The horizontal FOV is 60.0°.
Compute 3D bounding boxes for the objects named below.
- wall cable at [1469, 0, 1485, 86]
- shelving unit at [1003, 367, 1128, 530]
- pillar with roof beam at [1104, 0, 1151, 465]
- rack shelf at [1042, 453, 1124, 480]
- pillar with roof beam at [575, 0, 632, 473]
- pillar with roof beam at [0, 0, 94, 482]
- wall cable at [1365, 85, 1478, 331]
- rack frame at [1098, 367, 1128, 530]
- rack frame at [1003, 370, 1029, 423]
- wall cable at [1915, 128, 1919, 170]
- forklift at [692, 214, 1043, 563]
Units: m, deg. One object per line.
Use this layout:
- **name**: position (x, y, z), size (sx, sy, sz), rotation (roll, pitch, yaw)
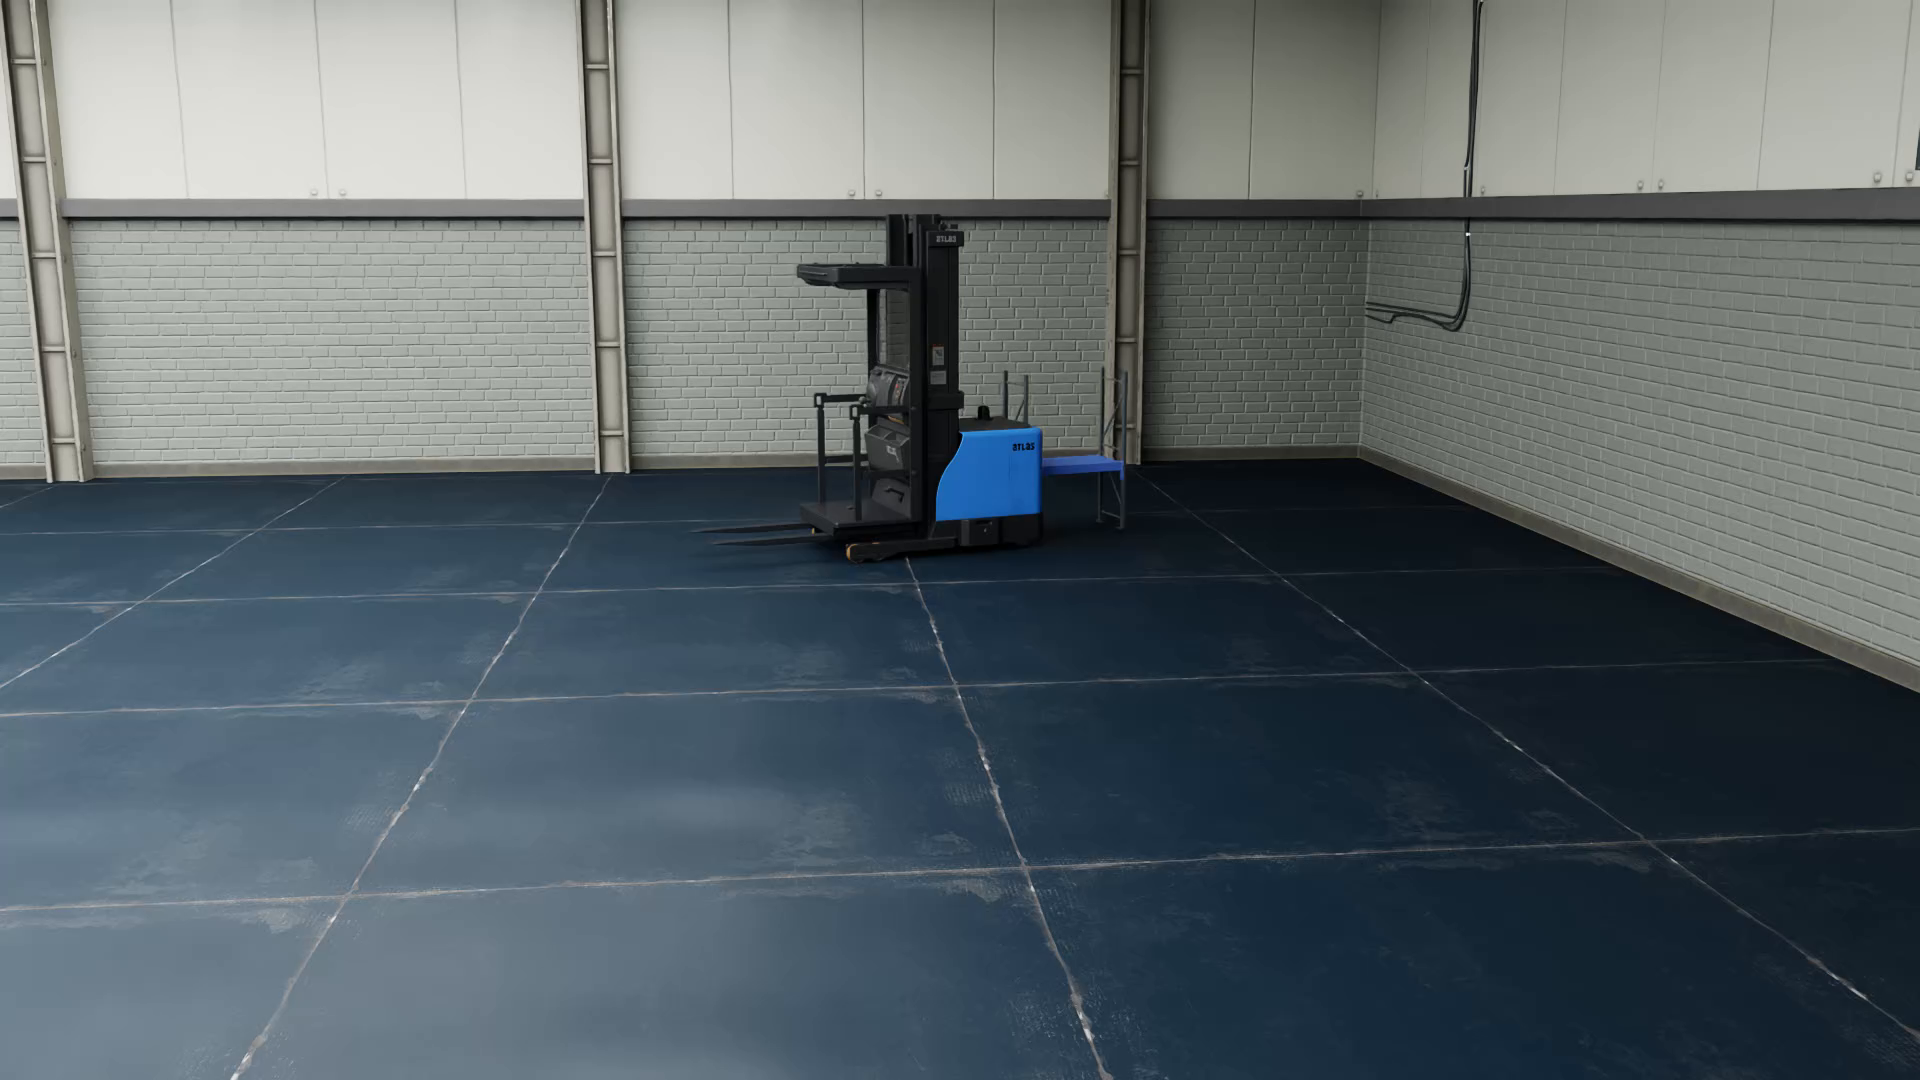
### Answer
- **wall cable**: position (5.309, -5.583, 15.280), size (0.112, 2.526, 3.097), rotation (-1, 11, -6)
- **shelving unit**: position (0.983, -0.842, 15.646), size (1.048, 1.500, 0.538), rotation (-5, 12, -22)
- **pillar with roof beam**: position (2.411, -4.514, 14.885), size (0.400, 9.000, 9.100), rotation (-1, 11, -6)
- **rack shelf**: position (0.983, -0.666, 15.681), size (1.000, 0.185, 0.538), rotation (-5, 12, -22)
- **pillar with roof beam**: position (-3.554, -4.389, 14.250), size (0.400, 9.000, 9.100), rotation (-1, 11, -6)
- **pillar with roof beam**: position (-9.519, -4.264, 13.614), size (0.400, 9.000, 9.100), rotation (-1, 11, -6)
- **wall cable**: position (5.017, -3.624, 18.406), size (0.112, 2.526, 3.097), rotation (-1, 11, -6)
- **rack frame**: position (1.452, -0.880, 15.837), size (0.032, 1.500, 0.500), rotation (-5, 12, -22)
- **rack frame**: position (0.513, -0.805, 15.455), size (0.032, 1.500, 0.500), rotation (-5, 12, -22)
- **wall cable**: position (6.027, -4.996, 8.517), size (0.169, 6.003, 2.305), rotation (-1, 11, -6)
- **forklift**: position (-0.819, -1.356, 14.547), size (3.031, 2.935, 1.130), rotation (-5, 12, -22)
